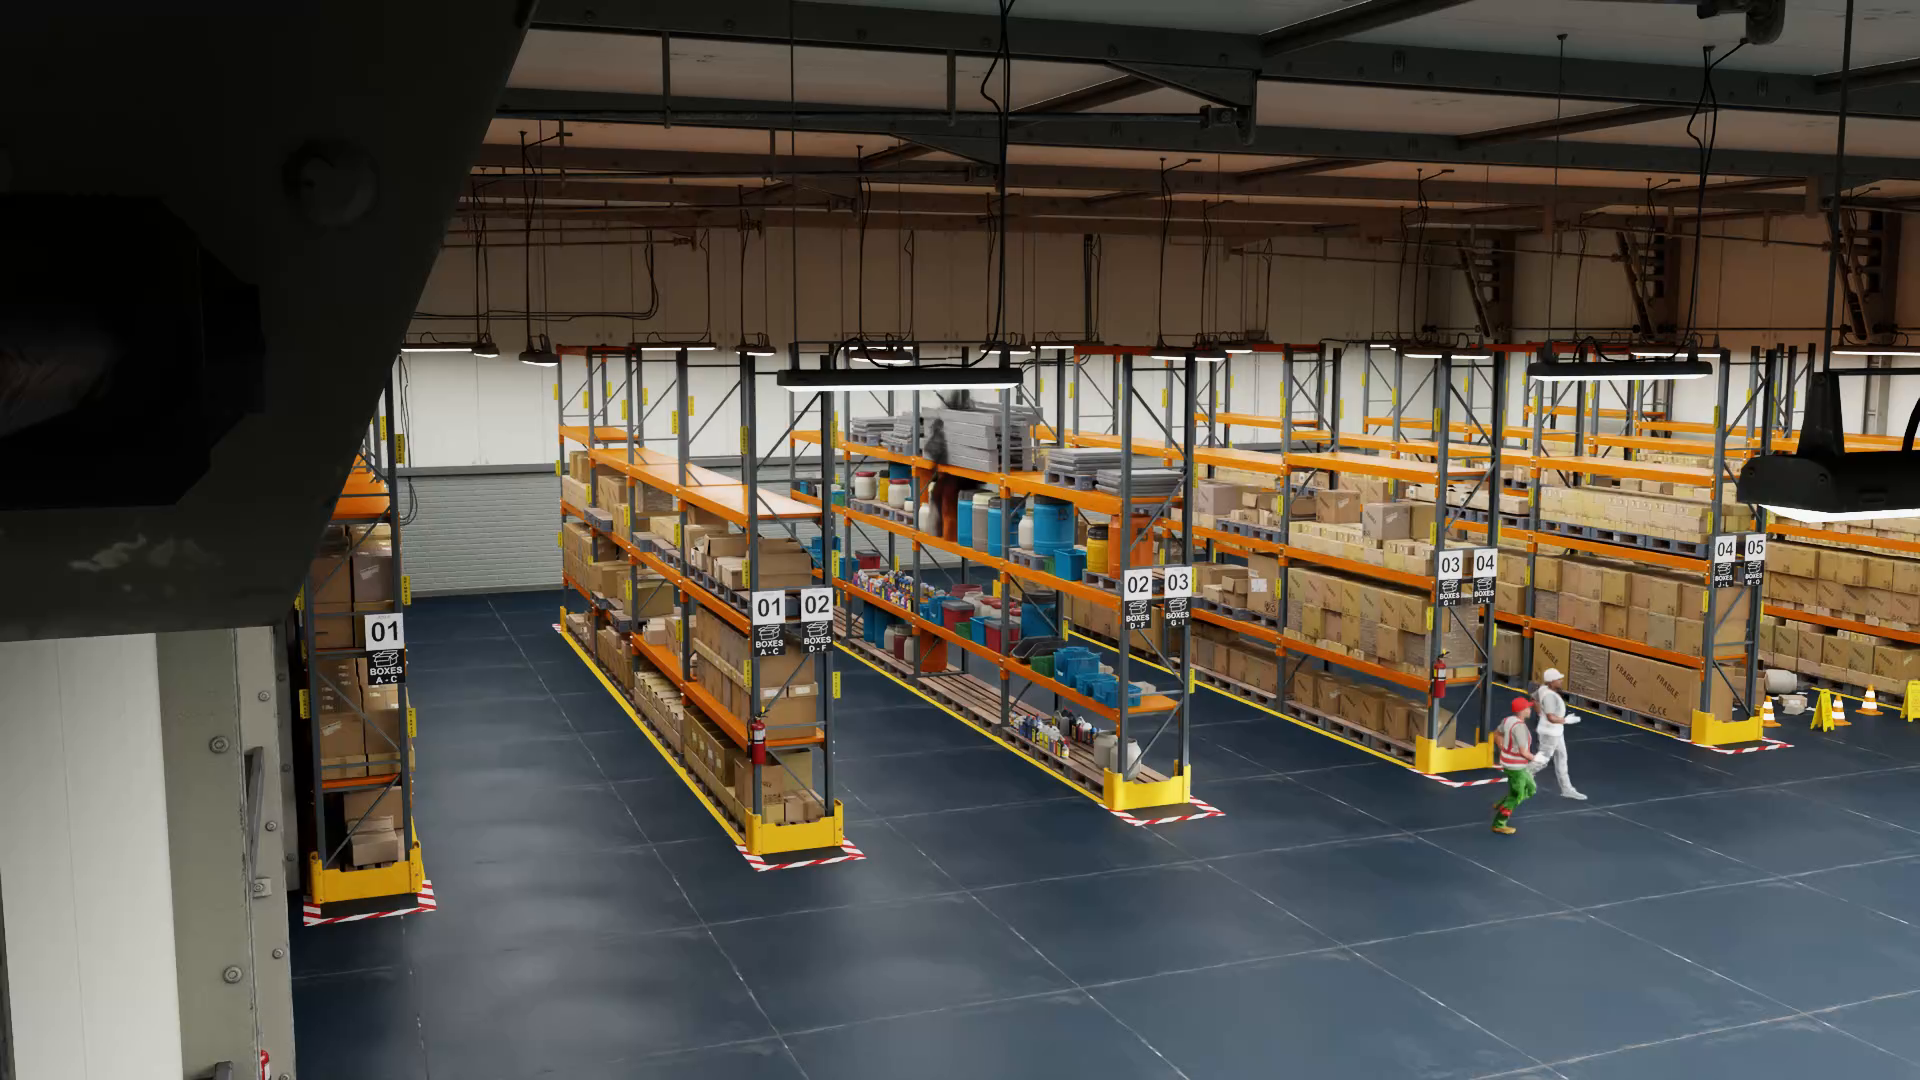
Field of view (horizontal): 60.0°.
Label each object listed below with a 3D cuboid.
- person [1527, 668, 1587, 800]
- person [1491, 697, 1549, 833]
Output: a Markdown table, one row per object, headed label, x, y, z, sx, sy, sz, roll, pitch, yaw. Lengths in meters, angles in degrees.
| label | x | y | z | sx | sy | sz | roll | pitch | yaw |
| --- | --- | --- | --- | --- | --- | --- | --- | --- | --- |
| person | 7.909 | 2.586 | 22.255 | 0.977 | 1.765 | 0.694 | 3 | 8 | 22 |
| person | 7.030 | 2.819 | 20.879 | 0.642 | 1.735 | 0.661 | 1 | 7 | 6 |
